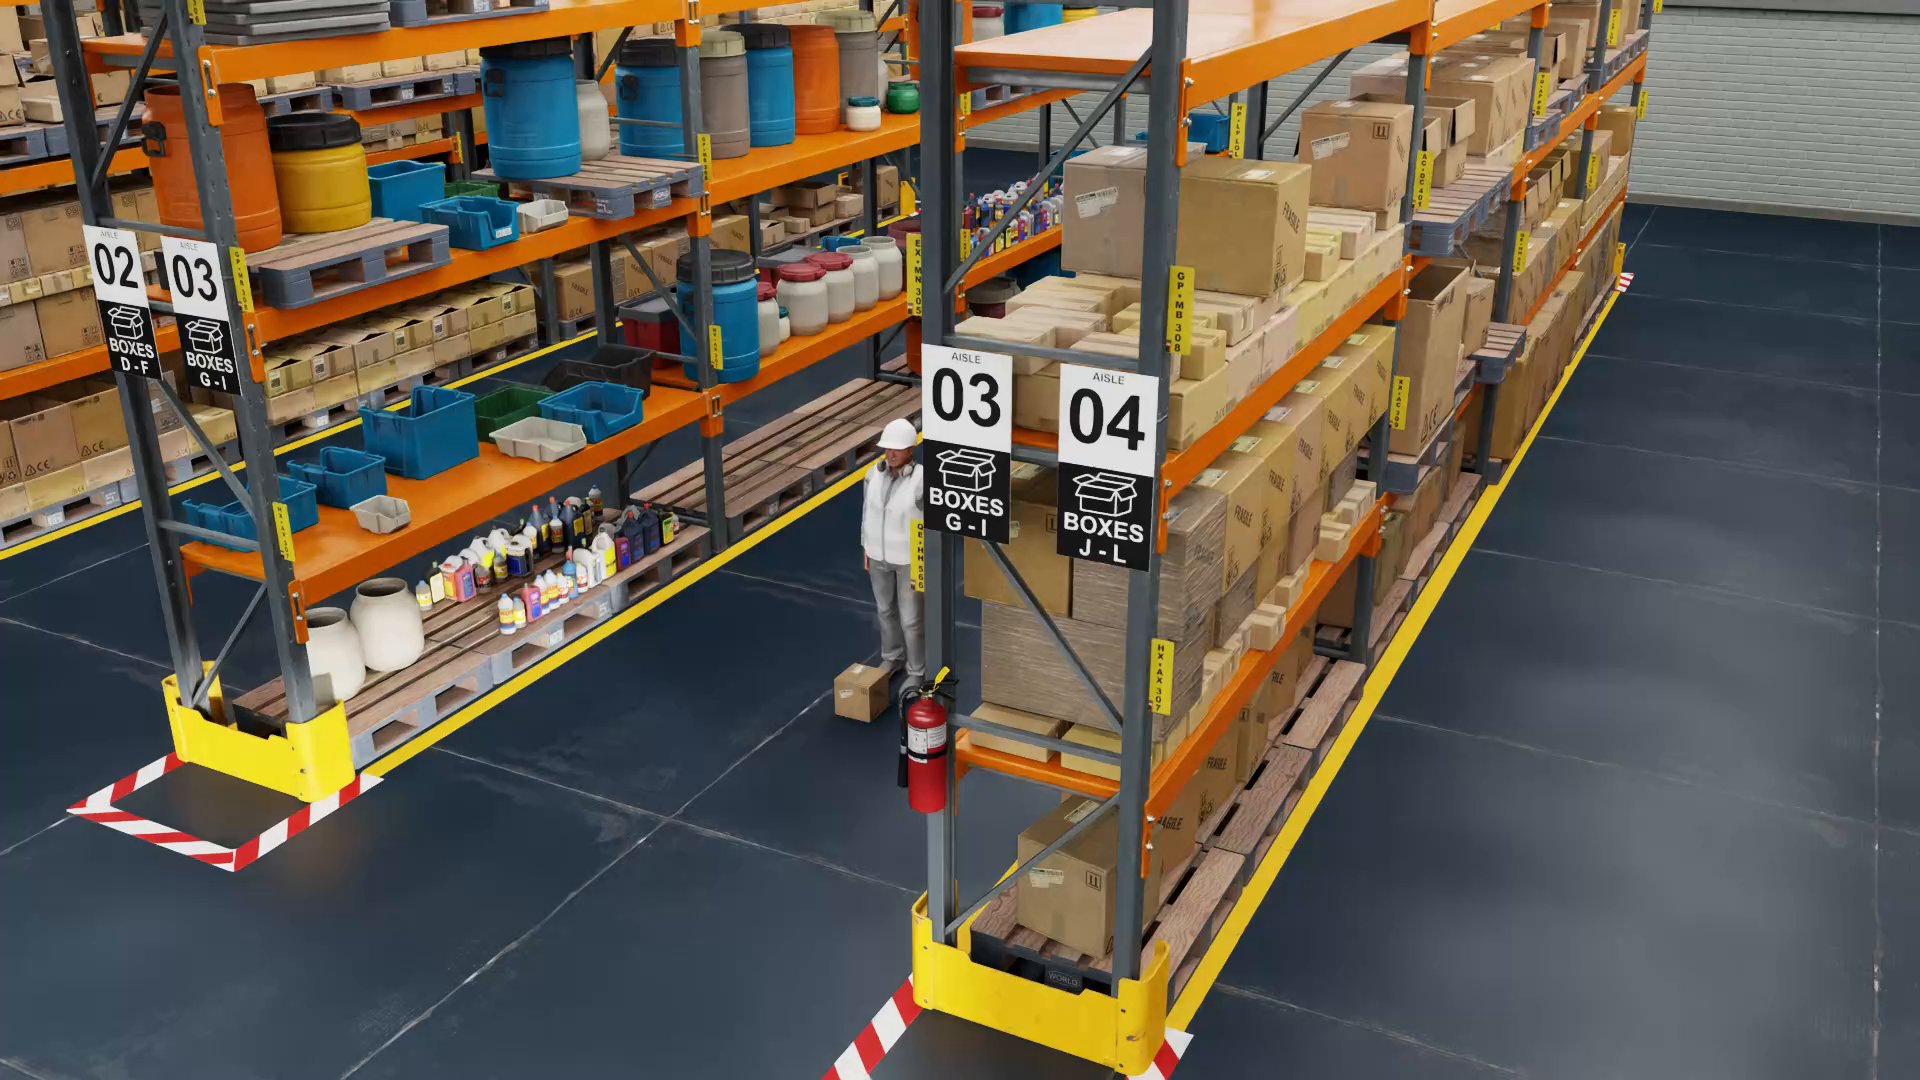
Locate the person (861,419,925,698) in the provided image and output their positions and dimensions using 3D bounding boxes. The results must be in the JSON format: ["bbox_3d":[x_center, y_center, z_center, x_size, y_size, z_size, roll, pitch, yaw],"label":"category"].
[{"bbox_3d":[-0.397,0.100,10.475,0.540,1.772,0.439,11,25,26],"label":"person"}]
